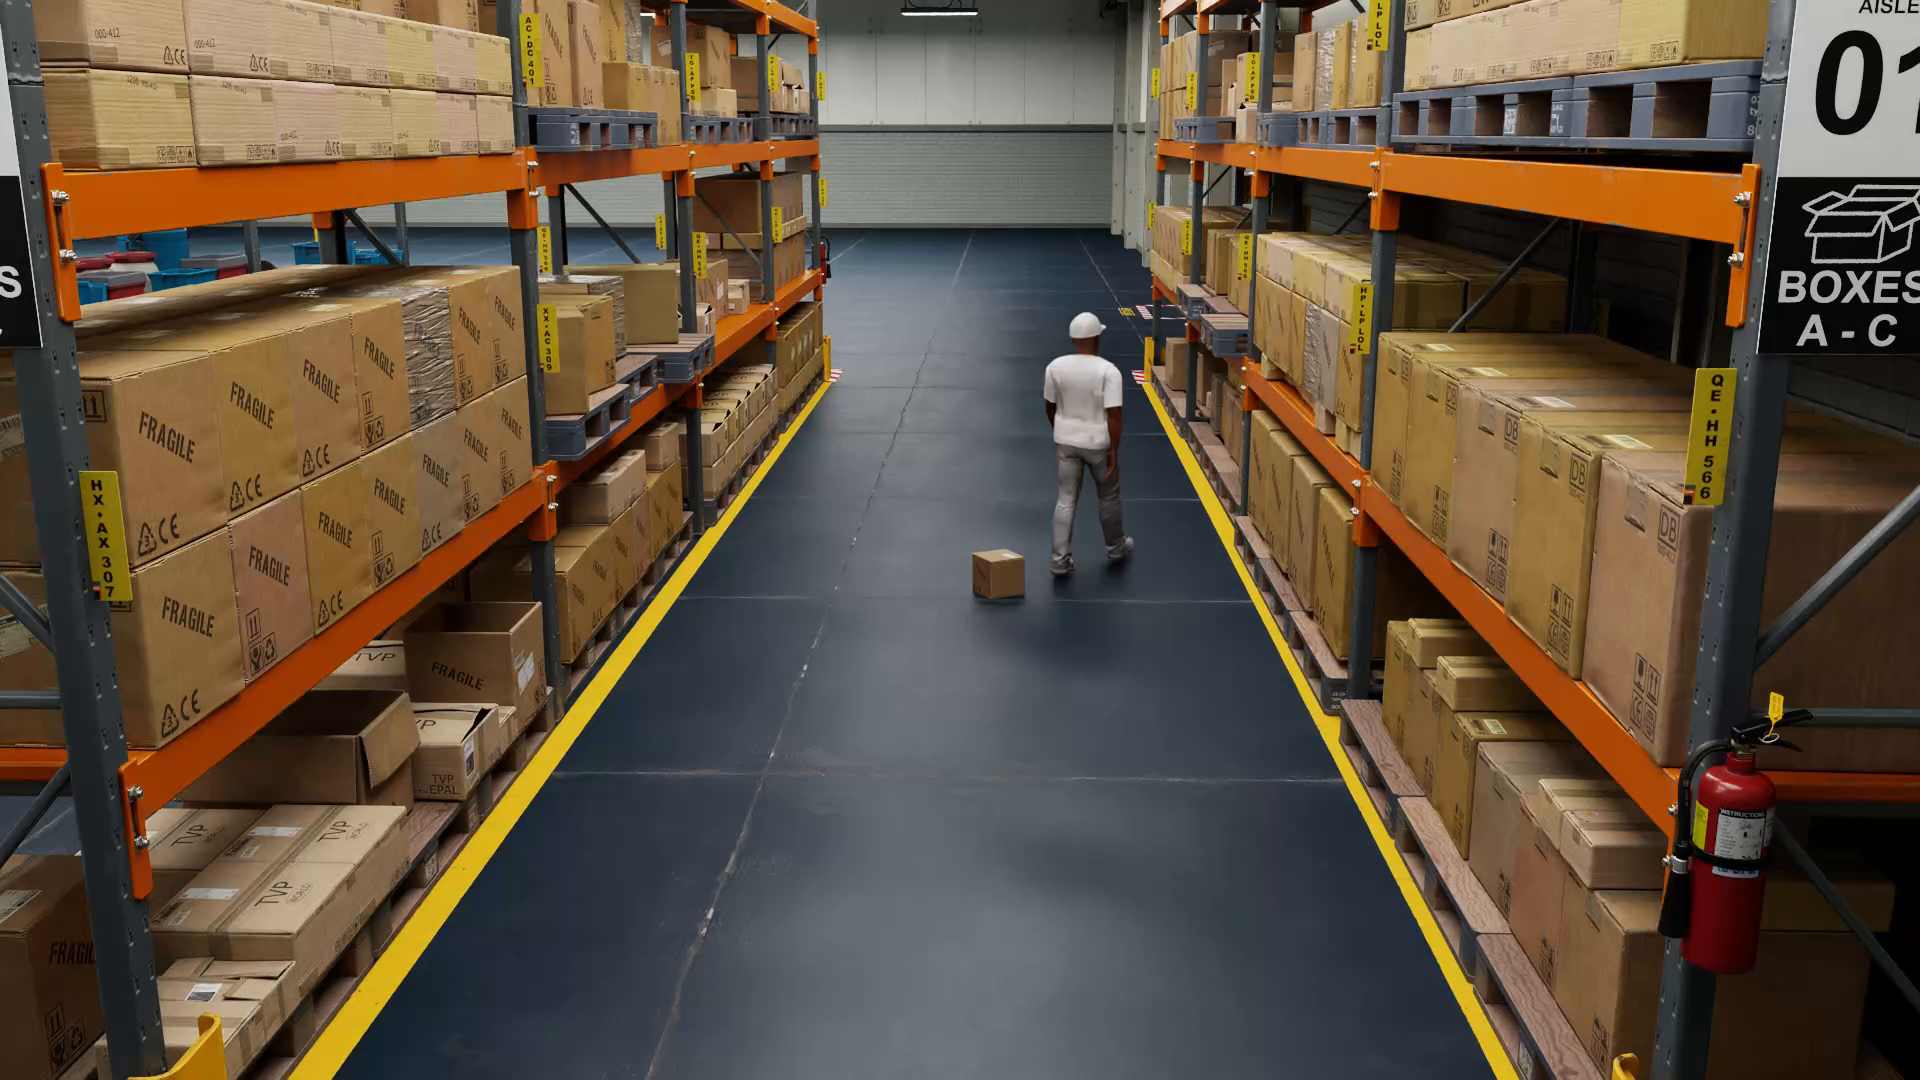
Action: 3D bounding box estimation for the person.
[{"bbox_3d":[0.871,-0.680,11.177,0.572,1.725,0.925,5,15,20],"label":"person"}]
